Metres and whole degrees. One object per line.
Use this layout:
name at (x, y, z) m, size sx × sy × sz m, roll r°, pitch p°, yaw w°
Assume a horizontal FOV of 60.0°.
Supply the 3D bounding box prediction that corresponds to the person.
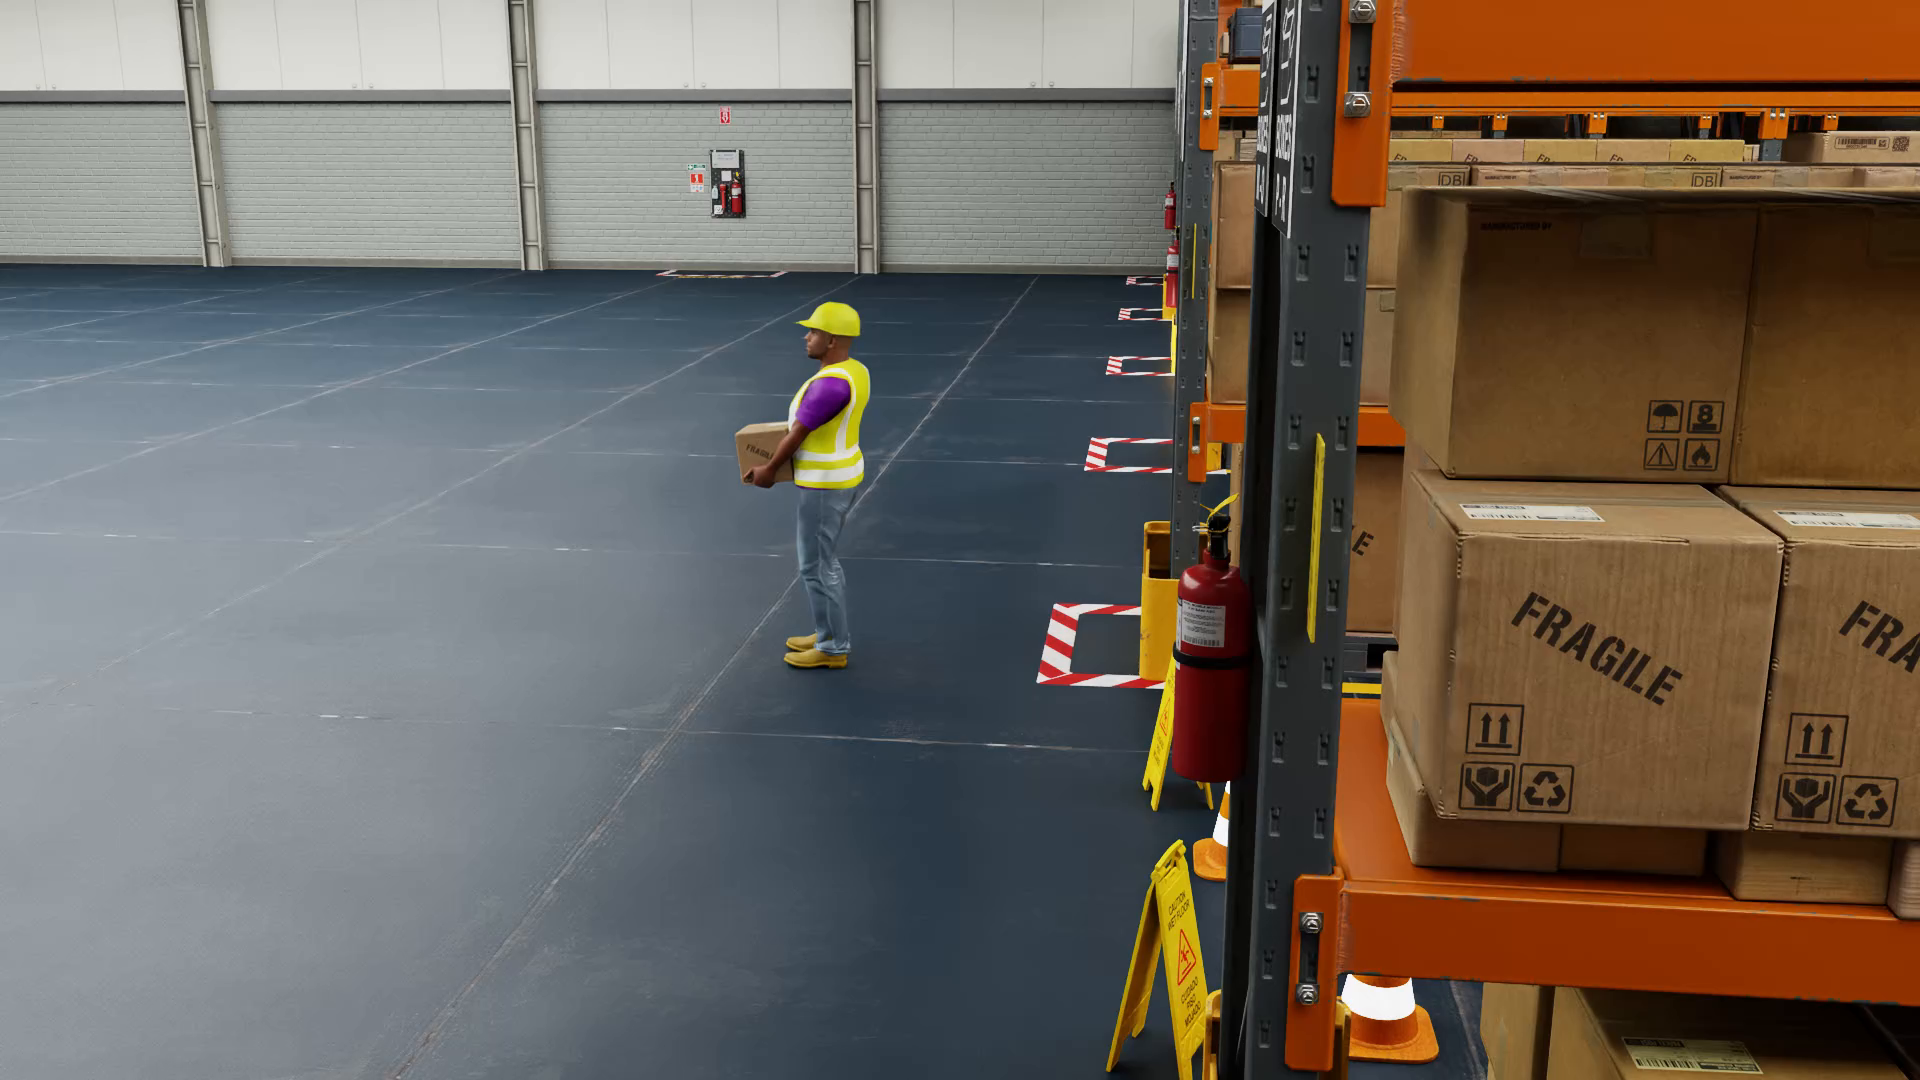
person at (-0.672, -0.265, 8.014) m, size 0.446 × 1.760 × 0.504 m, roll 2°, pitch 14°, yaw 7°
